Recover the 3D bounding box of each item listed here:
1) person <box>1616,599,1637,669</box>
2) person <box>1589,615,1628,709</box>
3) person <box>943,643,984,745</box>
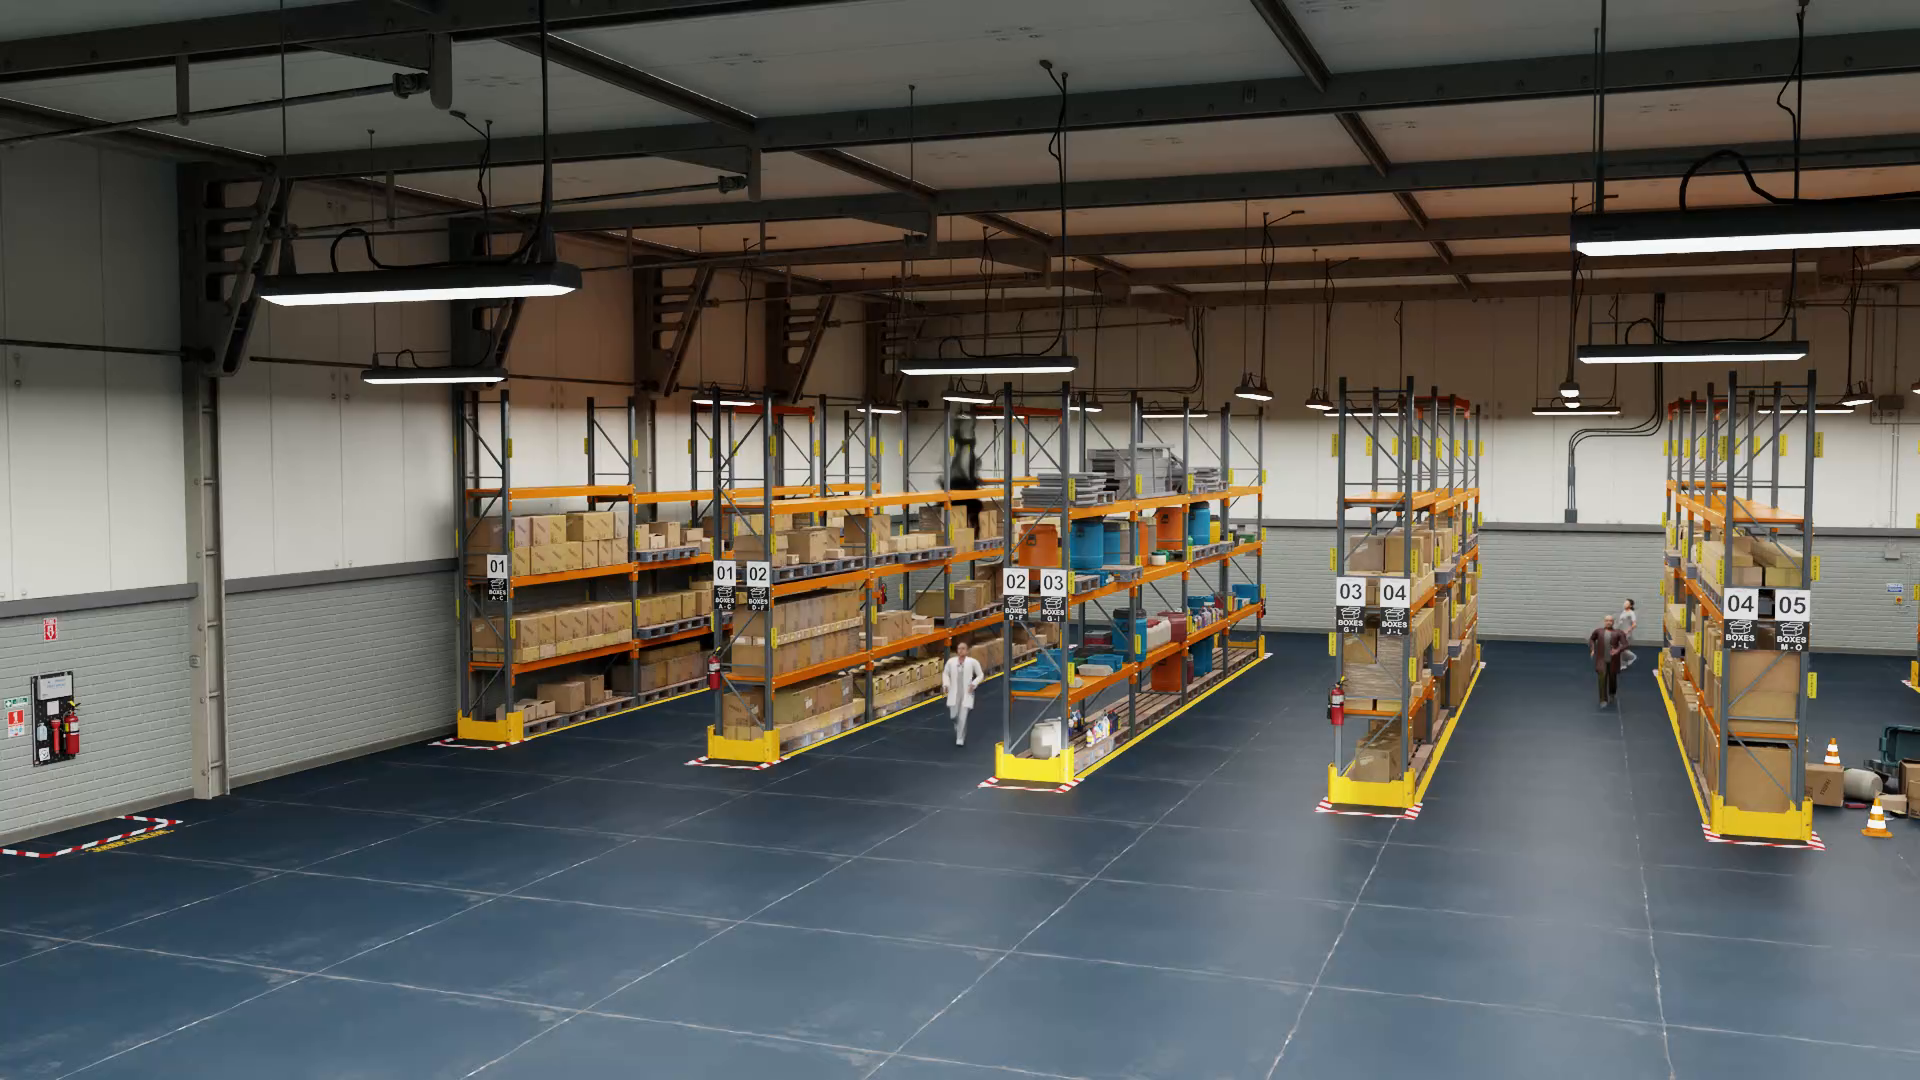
[{"bbox_3d":[15.066,2.132,37.561,0.549,1.631,0.622,0,3,-8],"label":"person"},{"bbox_3d":[12.505,2.329,32.099,0.728,1.760,1.034,1,3,25],"label":"person"},{"bbox_3d":[0.041,2.601,28.121,0.724,1.730,0.630,1,3,10],"label":"person"}]
